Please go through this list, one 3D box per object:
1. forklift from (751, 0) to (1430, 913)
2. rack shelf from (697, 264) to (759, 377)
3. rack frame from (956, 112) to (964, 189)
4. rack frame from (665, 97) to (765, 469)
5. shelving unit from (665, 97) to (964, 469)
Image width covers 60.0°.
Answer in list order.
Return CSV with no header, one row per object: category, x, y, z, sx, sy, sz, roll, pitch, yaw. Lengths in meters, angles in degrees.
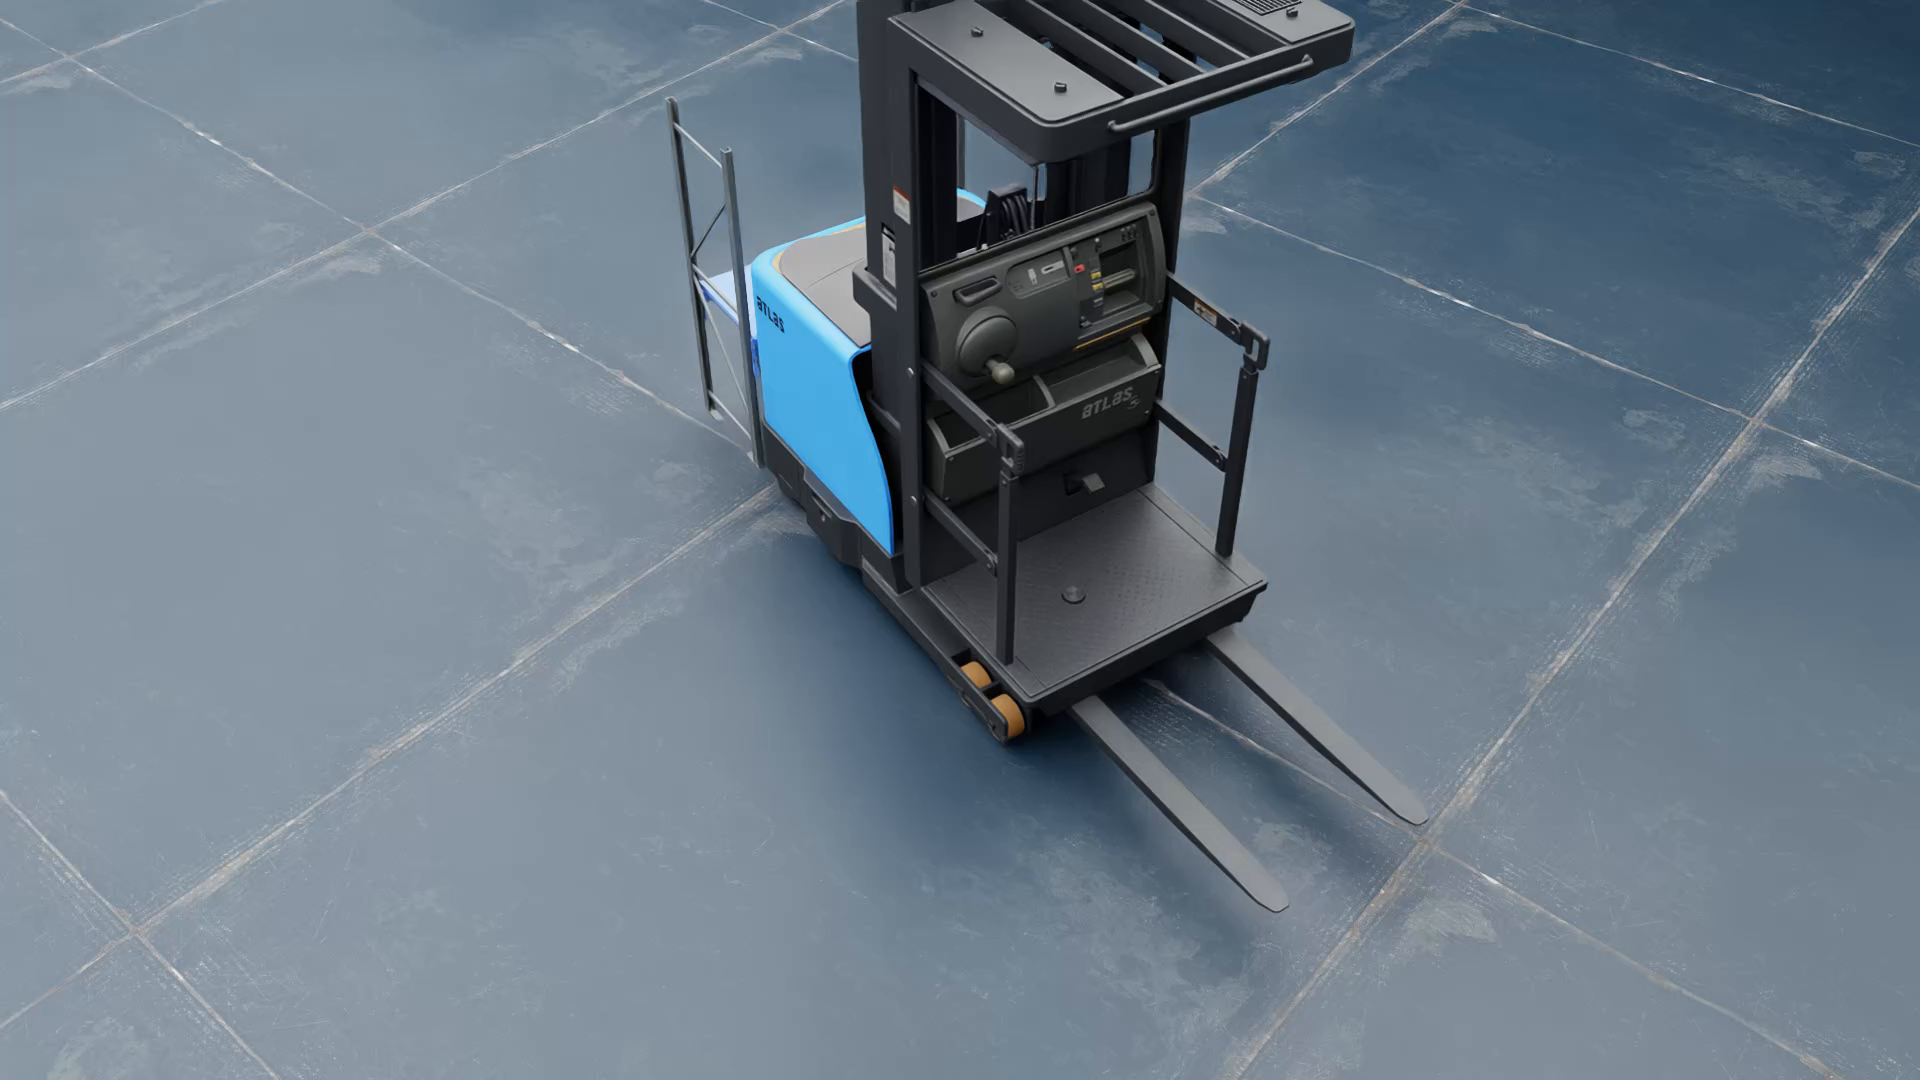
forklift,0.417,-0.735,5.380,1.130,2.935,3.031,-24,48,-24
rack shelf,-0.558,-1.060,7.068,1.000,0.185,0.538,-24,47,-24
rack frame,-0.133,-1.381,7.154,0.032,1.500,0.500,-24,47,-24
rack frame,-0.983,-1.005,6.741,0.032,1.500,0.500,-24,47,-24
shelving unit,-0.558,-1.193,6.947,1.048,1.500,0.538,-24,47,-24
